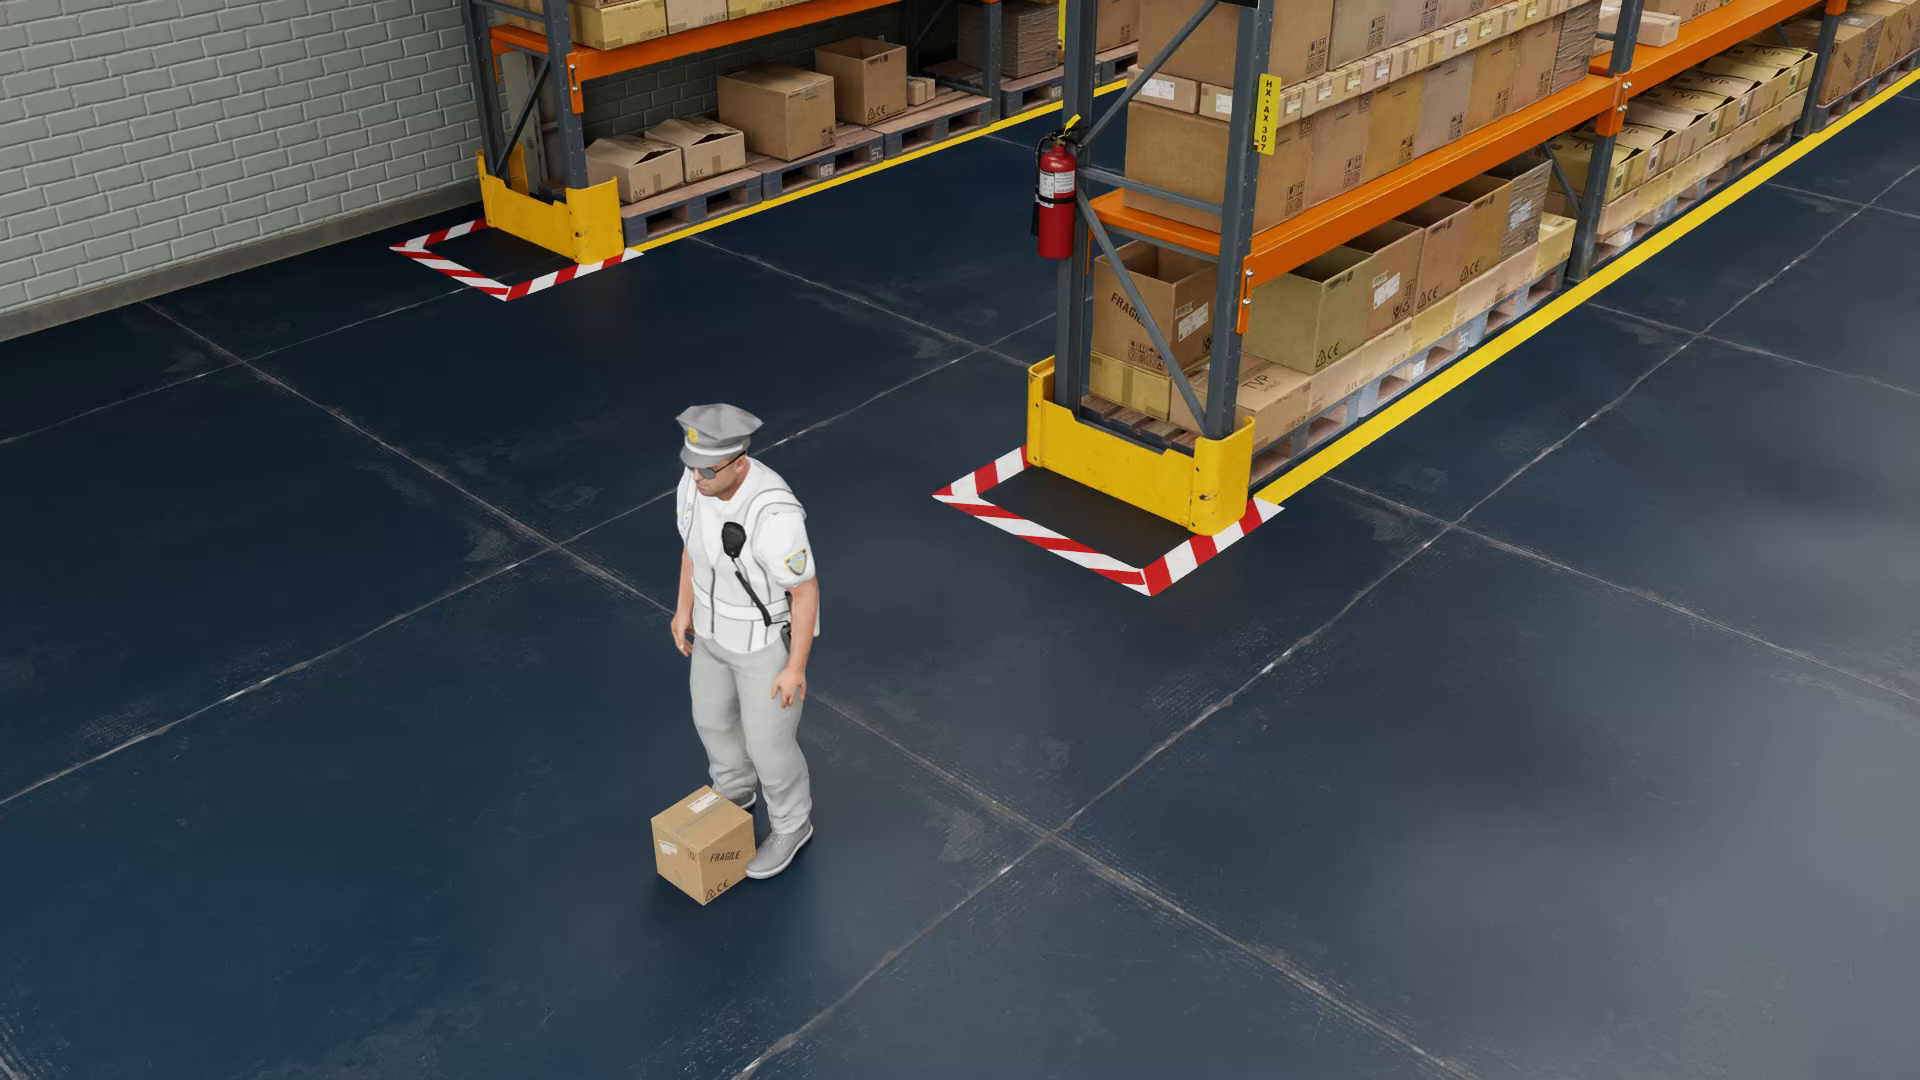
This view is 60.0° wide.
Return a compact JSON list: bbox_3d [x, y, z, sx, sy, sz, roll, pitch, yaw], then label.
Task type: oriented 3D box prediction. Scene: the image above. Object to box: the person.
[{"bbox_3d":[-0.715,0.317,5.601,0.593,1.748,0.432,24,39,34],"label":"person"}]
